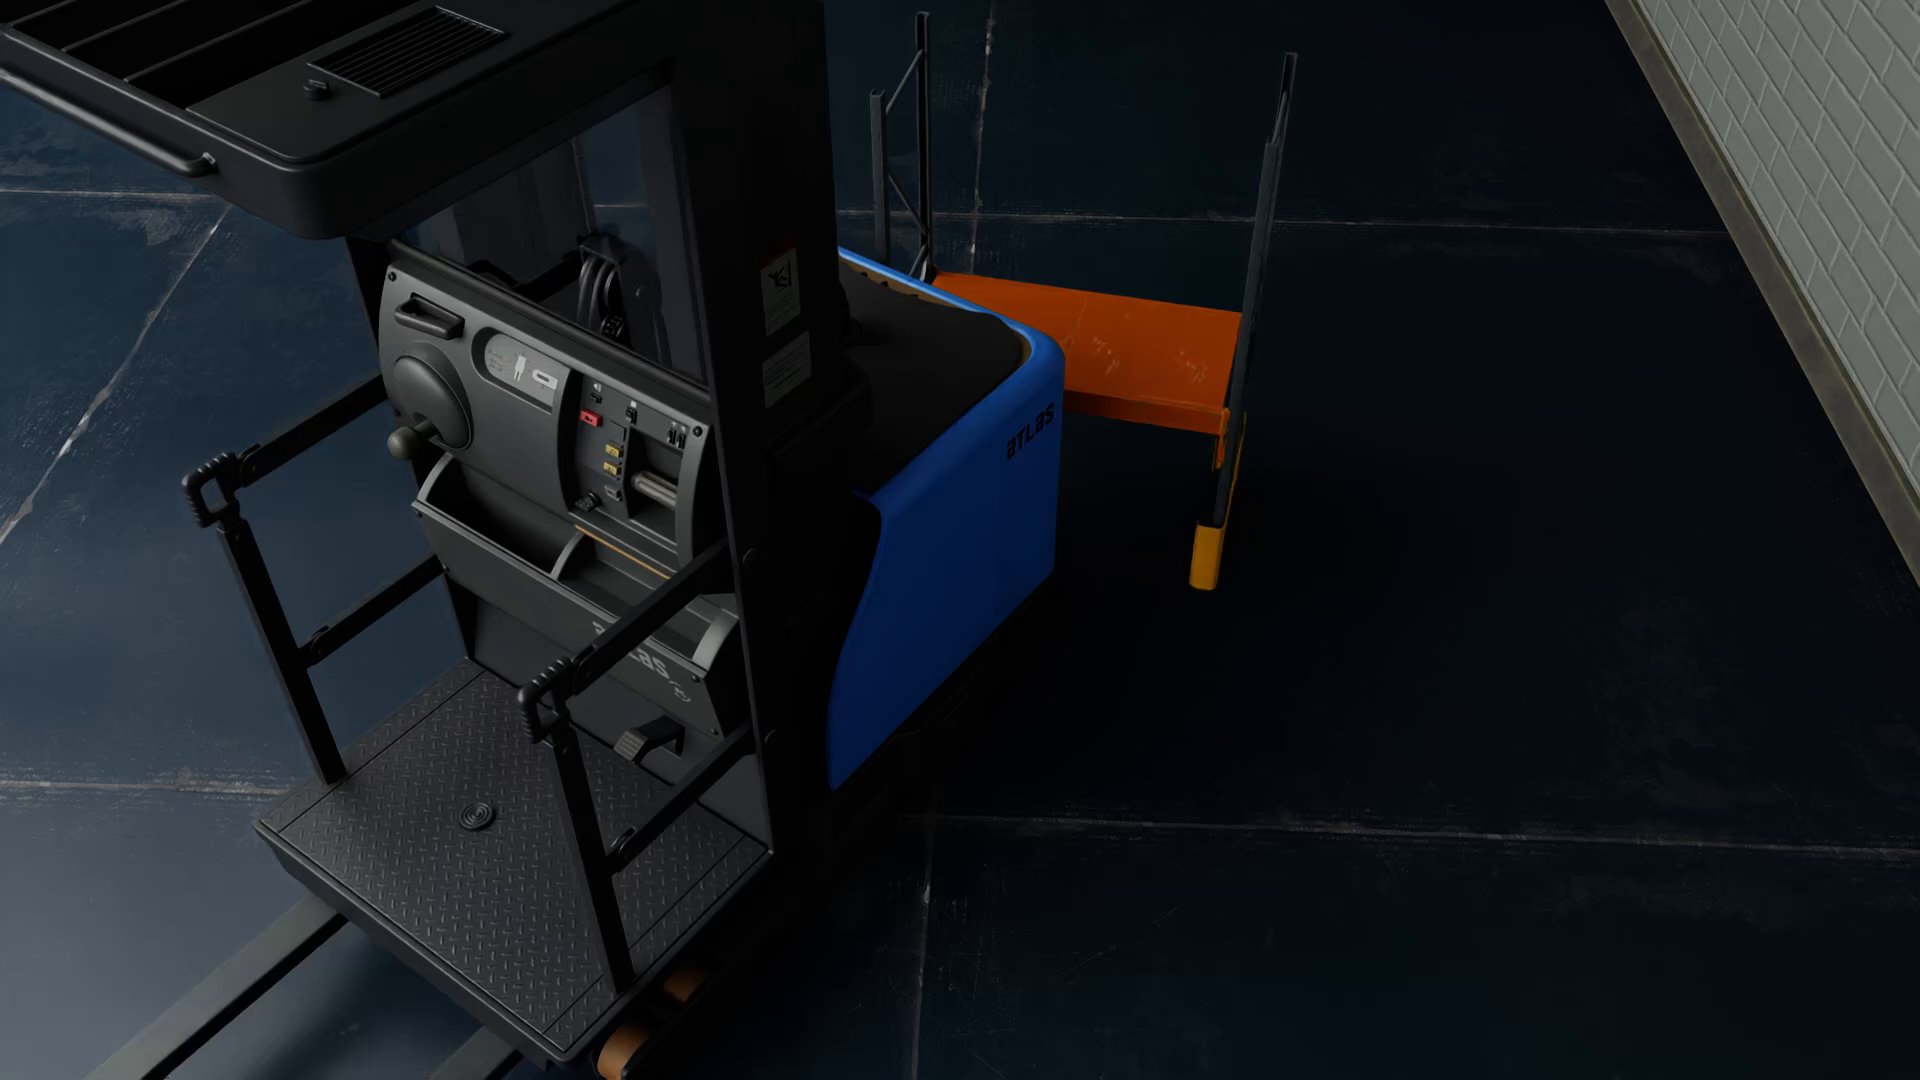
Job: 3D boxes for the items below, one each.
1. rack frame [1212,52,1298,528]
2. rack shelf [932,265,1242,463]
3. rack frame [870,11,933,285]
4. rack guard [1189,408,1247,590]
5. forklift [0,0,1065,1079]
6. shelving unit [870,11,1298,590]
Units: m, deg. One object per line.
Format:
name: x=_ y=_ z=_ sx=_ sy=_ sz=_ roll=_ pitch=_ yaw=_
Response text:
rack frame: x=0.829 y=-0.590 z=4.783 sx=0.032 sy=1.500 sz=0.500 roll=10 pitch=44 yaw=10
rack shelf: x=0.335 y=-0.542 z=4.995 sx=1.000 sy=0.185 sz=0.538 roll=10 pitch=44 yaw=10
rack frame: x=-0.158 y=-0.757 z=4.962 sx=0.032 sy=1.500 sz=0.500 roll=10 pitch=44 yaw=10
rack guard: x=0.810 y=-0.136 z=5.213 sx=0.087 sy=0.250 sz=0.587 roll=10 pitch=44 yaw=10
forklift: x=-0.993 y=-0.176 z=3.289 sx=1.130 sy=2.935 sz=3.031 roll=27 pitch=49 yaw=26
shelving unit: x=0.327 y=-0.675 z=4.874 sx=1.083 sy=1.500 sz=0.587 roll=10 pitch=44 yaw=10
